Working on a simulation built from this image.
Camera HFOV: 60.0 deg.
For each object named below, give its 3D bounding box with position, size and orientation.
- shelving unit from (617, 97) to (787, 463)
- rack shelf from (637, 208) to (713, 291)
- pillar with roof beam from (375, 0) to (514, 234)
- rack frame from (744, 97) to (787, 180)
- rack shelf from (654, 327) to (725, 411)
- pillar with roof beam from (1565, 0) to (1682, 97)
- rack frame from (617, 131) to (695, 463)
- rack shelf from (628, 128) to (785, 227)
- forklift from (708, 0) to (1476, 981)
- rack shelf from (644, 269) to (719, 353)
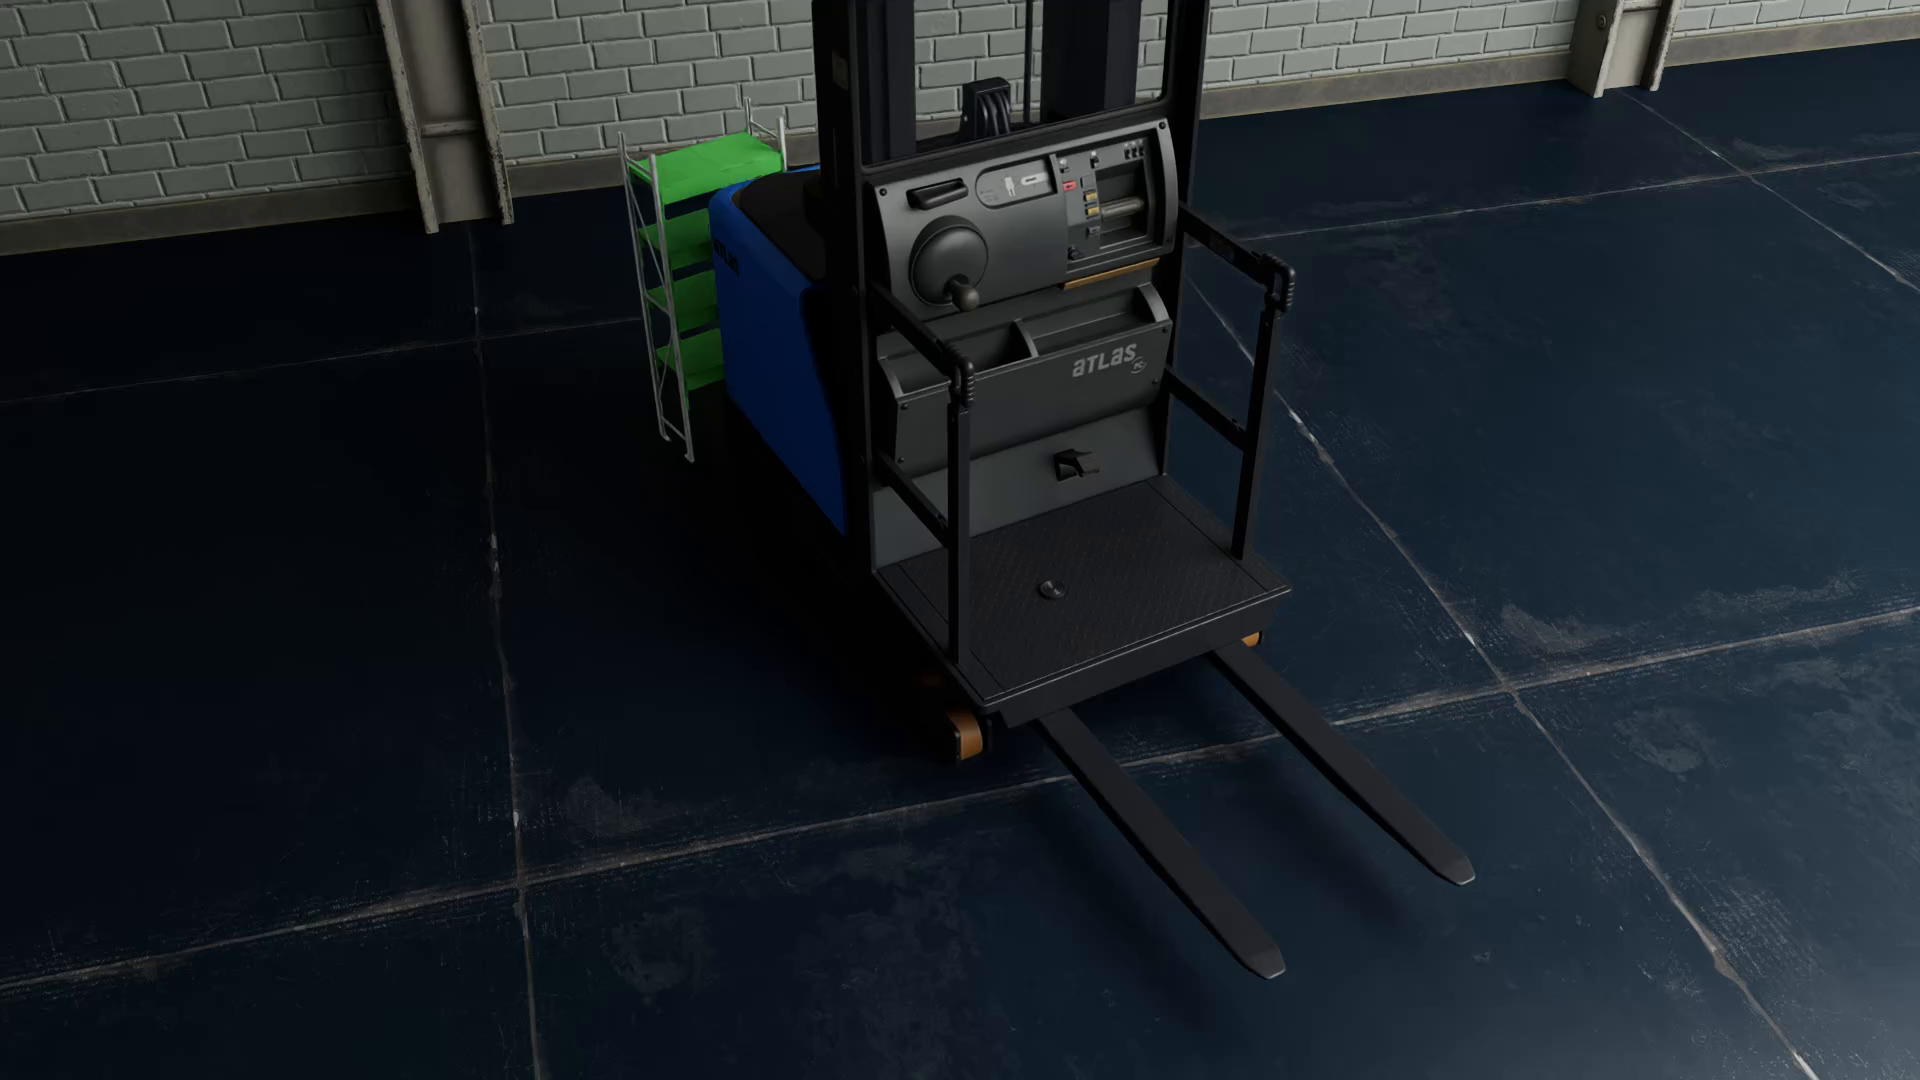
[{"bbox_3d":[-0.865,-0.913,5.951,0.503,1.200,0.258,-24,42,-28],"label":"shelving unit"},{"bbox_3d":[-0.867,-1.055,5.847,0.480,0.148,0.258,-24,42,-28],"label":"rack shelf"},{"bbox_3d":[-1.161,-2.566,1.698,0.400,9.000,9.100,-9,38,-12],"label":"pillar with roof beam"},{"bbox_3d":[-0.668,-1.001,6.067,0.015,1.200,0.240,-24,42,-28],"label":"rack frame"},{"bbox_3d":[-0.861,-0.669,6.131,0.480,0.148,0.258,-24,42,-28],"label":"rack shelf"},{"bbox_3d":[4.631,-3.517,2.941,0.400,9.000,9.100,-9,38,-12],"label":"pillar with roof beam"},{"bbox_3d":[-1.061,-0.825,5.836,0.015,1.200,0.240,-24,42,-28],"label":"rack frame"},{"bbox_3d":[-0.870,-1.249,5.705,0.480,0.148,0.258,-24,42,-28],"label":"rack shelf"},{"bbox_3d":[0.301,-0.832,4.425,1.130,2.935,3.031,-18,41,-23],"label":"forklift"},{"bbox_3d":[-0.864,-0.862,5.989,0.480,0.148,0.258,-24,42,-28],"label":"rack shelf"}]
